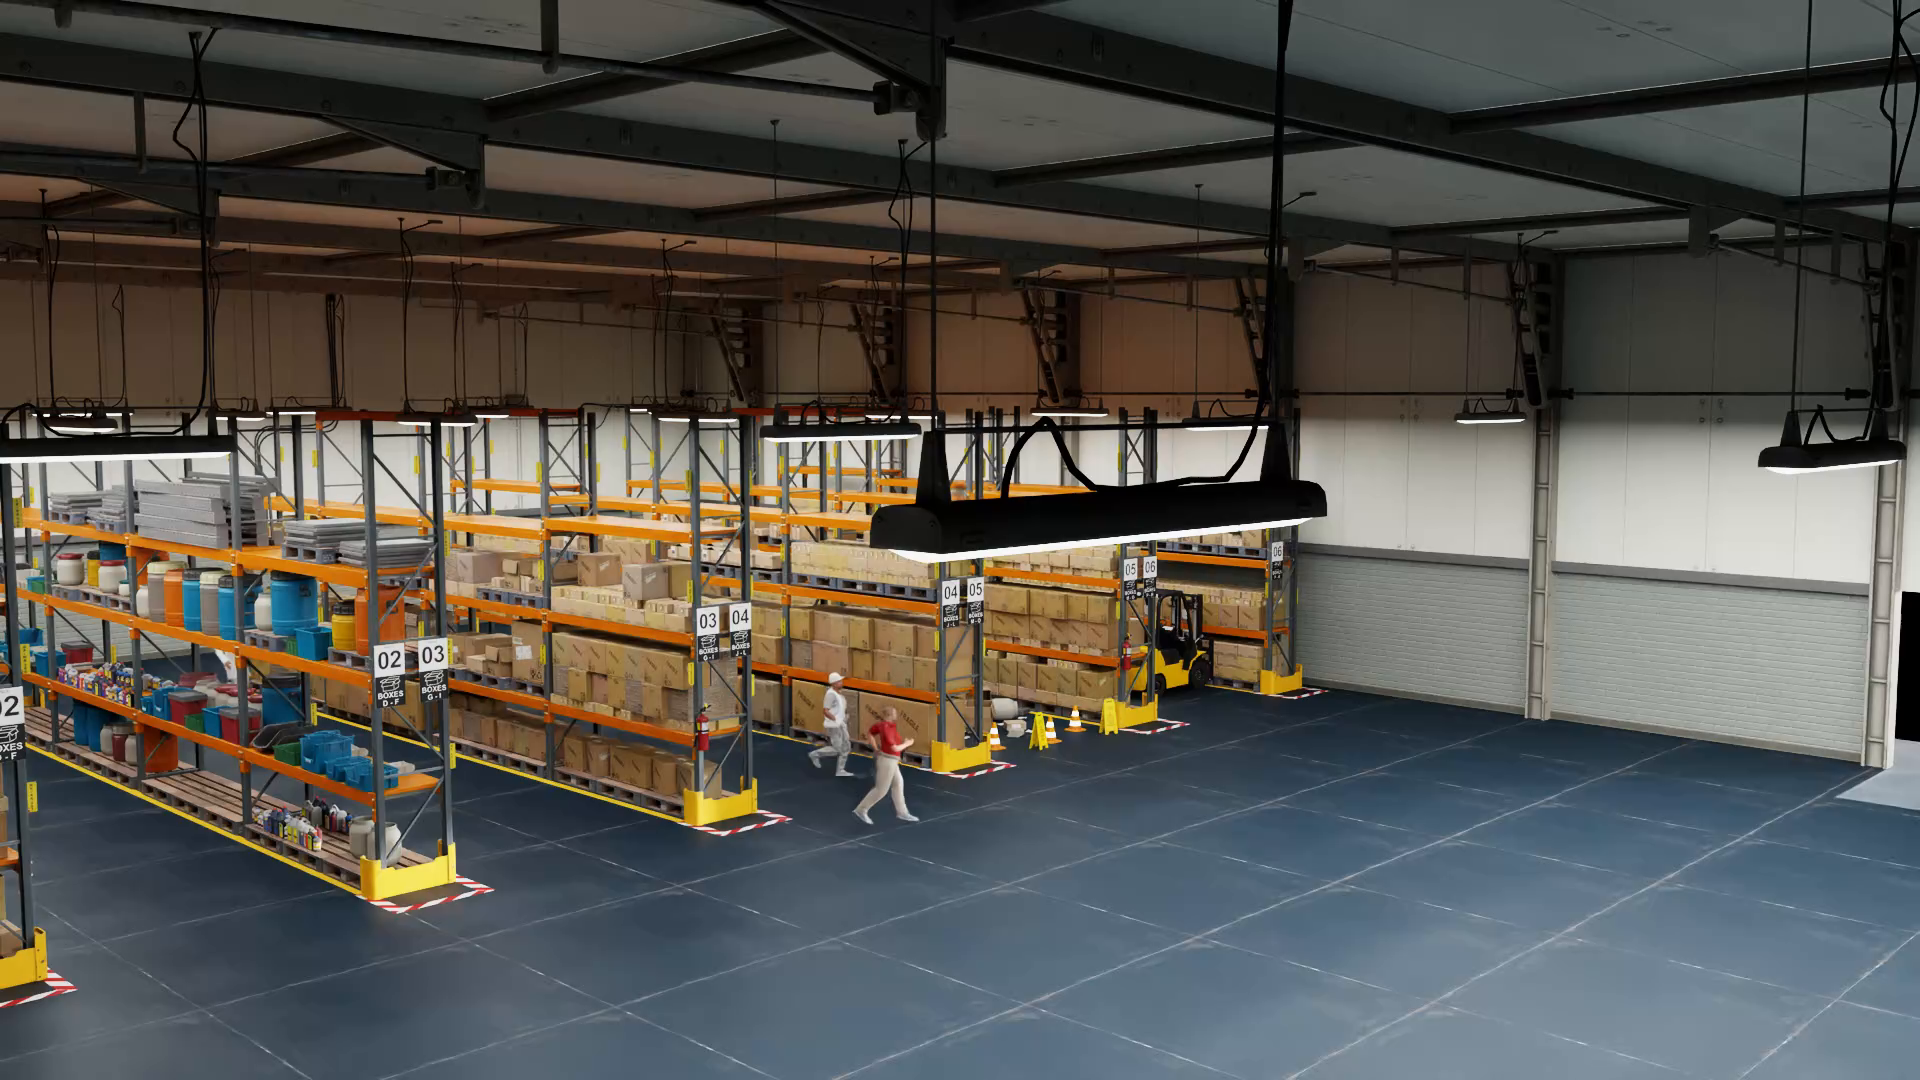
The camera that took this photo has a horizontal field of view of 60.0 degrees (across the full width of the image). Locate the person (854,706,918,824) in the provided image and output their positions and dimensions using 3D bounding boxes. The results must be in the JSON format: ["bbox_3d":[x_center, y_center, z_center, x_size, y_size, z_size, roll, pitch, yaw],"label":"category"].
[{"bbox_3d":[-1.077,3.291,24.277,0.966,1.735,0.648,-1,5,-8],"label":"person"}]

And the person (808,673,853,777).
[{"bbox_3d":[-2.117,3.047,27.409,0.746,1.741,0.687,1,5,12],"label":"person"}]

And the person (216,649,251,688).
[{"bbox_3d":[-14.571,2.530,33.387,0.721,1.734,0.728,4,6,35],"label":"person"}]
